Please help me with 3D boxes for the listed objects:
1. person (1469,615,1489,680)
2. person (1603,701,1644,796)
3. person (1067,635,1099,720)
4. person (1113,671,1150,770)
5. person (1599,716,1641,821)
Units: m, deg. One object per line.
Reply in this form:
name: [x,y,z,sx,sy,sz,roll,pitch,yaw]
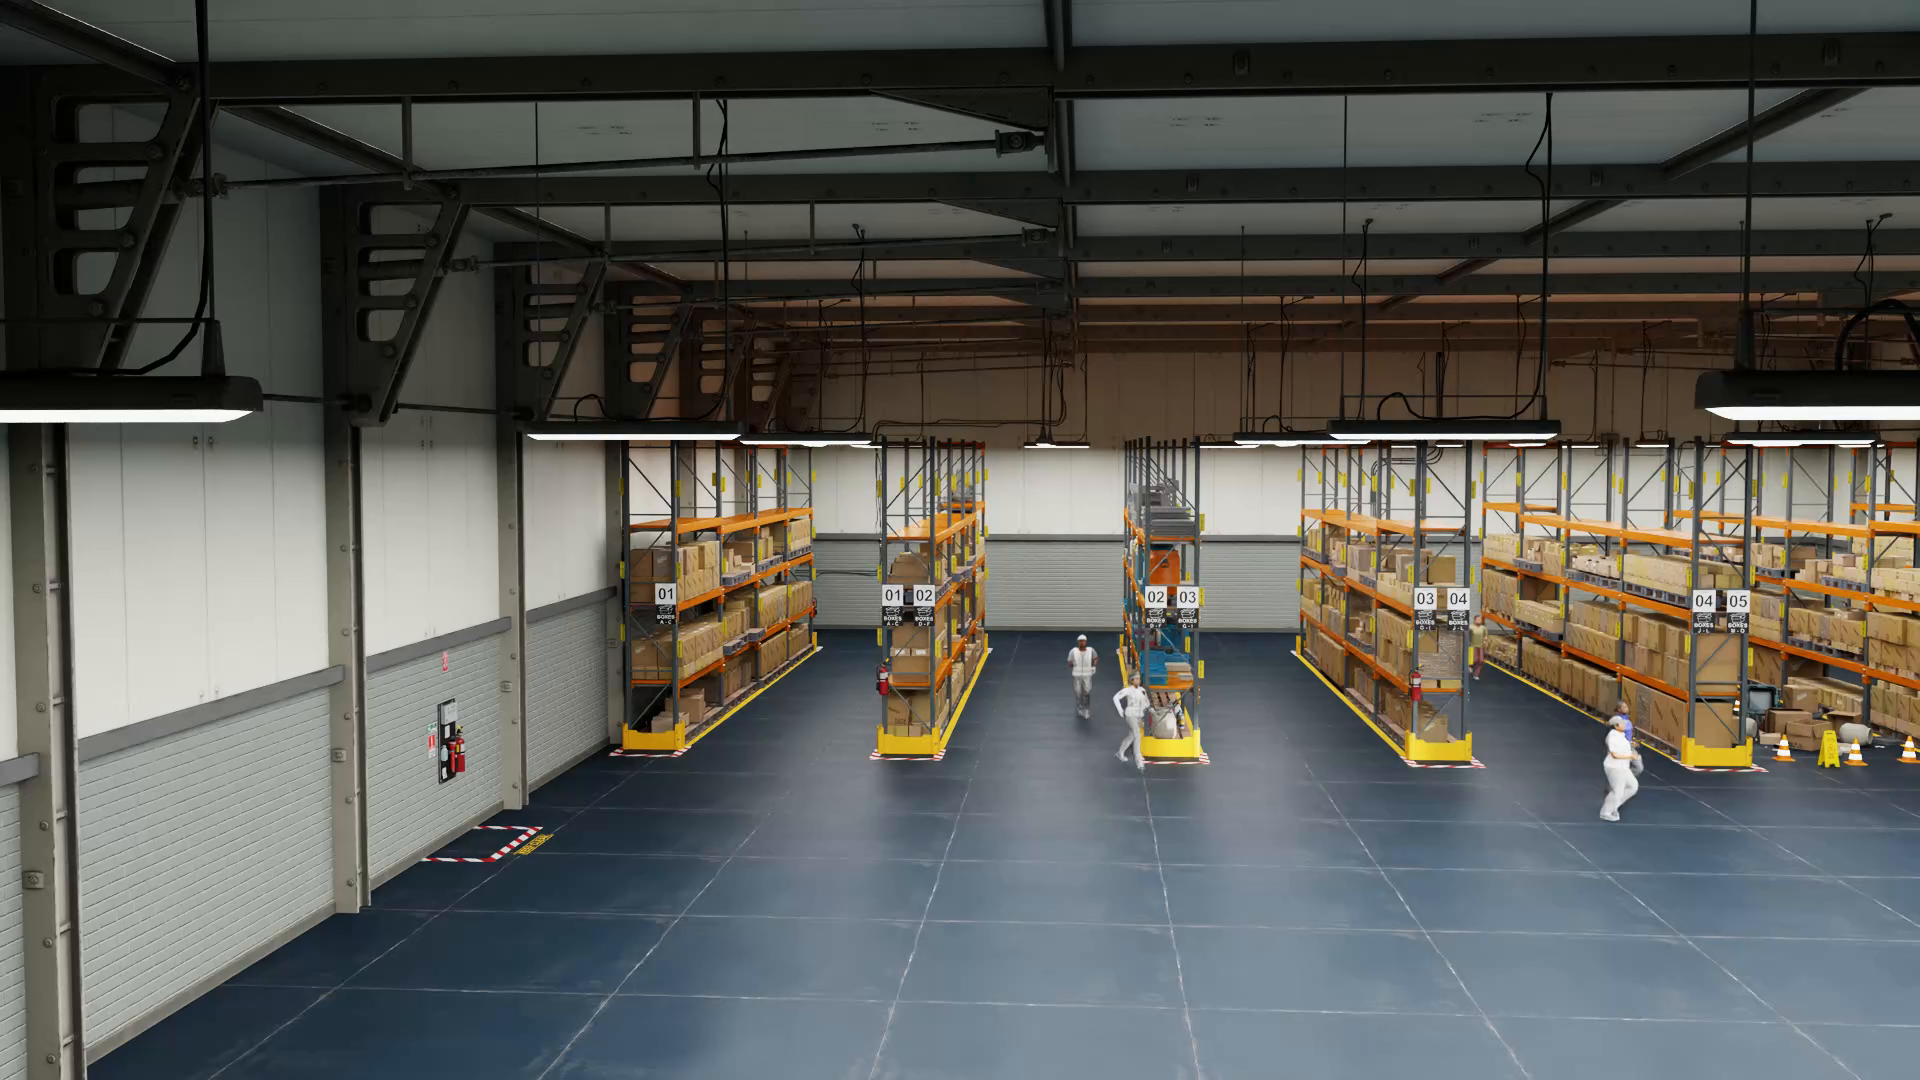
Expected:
person: [12.967,2.691,41.673,0.587,1.626,0.551,0,3,3]
person: [10.893,3.443,27.304,0.560,1.617,0.603,-3,4,-44]
person: [2.623,2.935,35.554,0.659,1.807,0.685,0,3,6]
person: [3.180,3.258,30.284,0.646,1.742,0.793,-3,4,-42]
person: [10.209,3.530,25.678,0.605,1.623,0.582,2,4,30]
